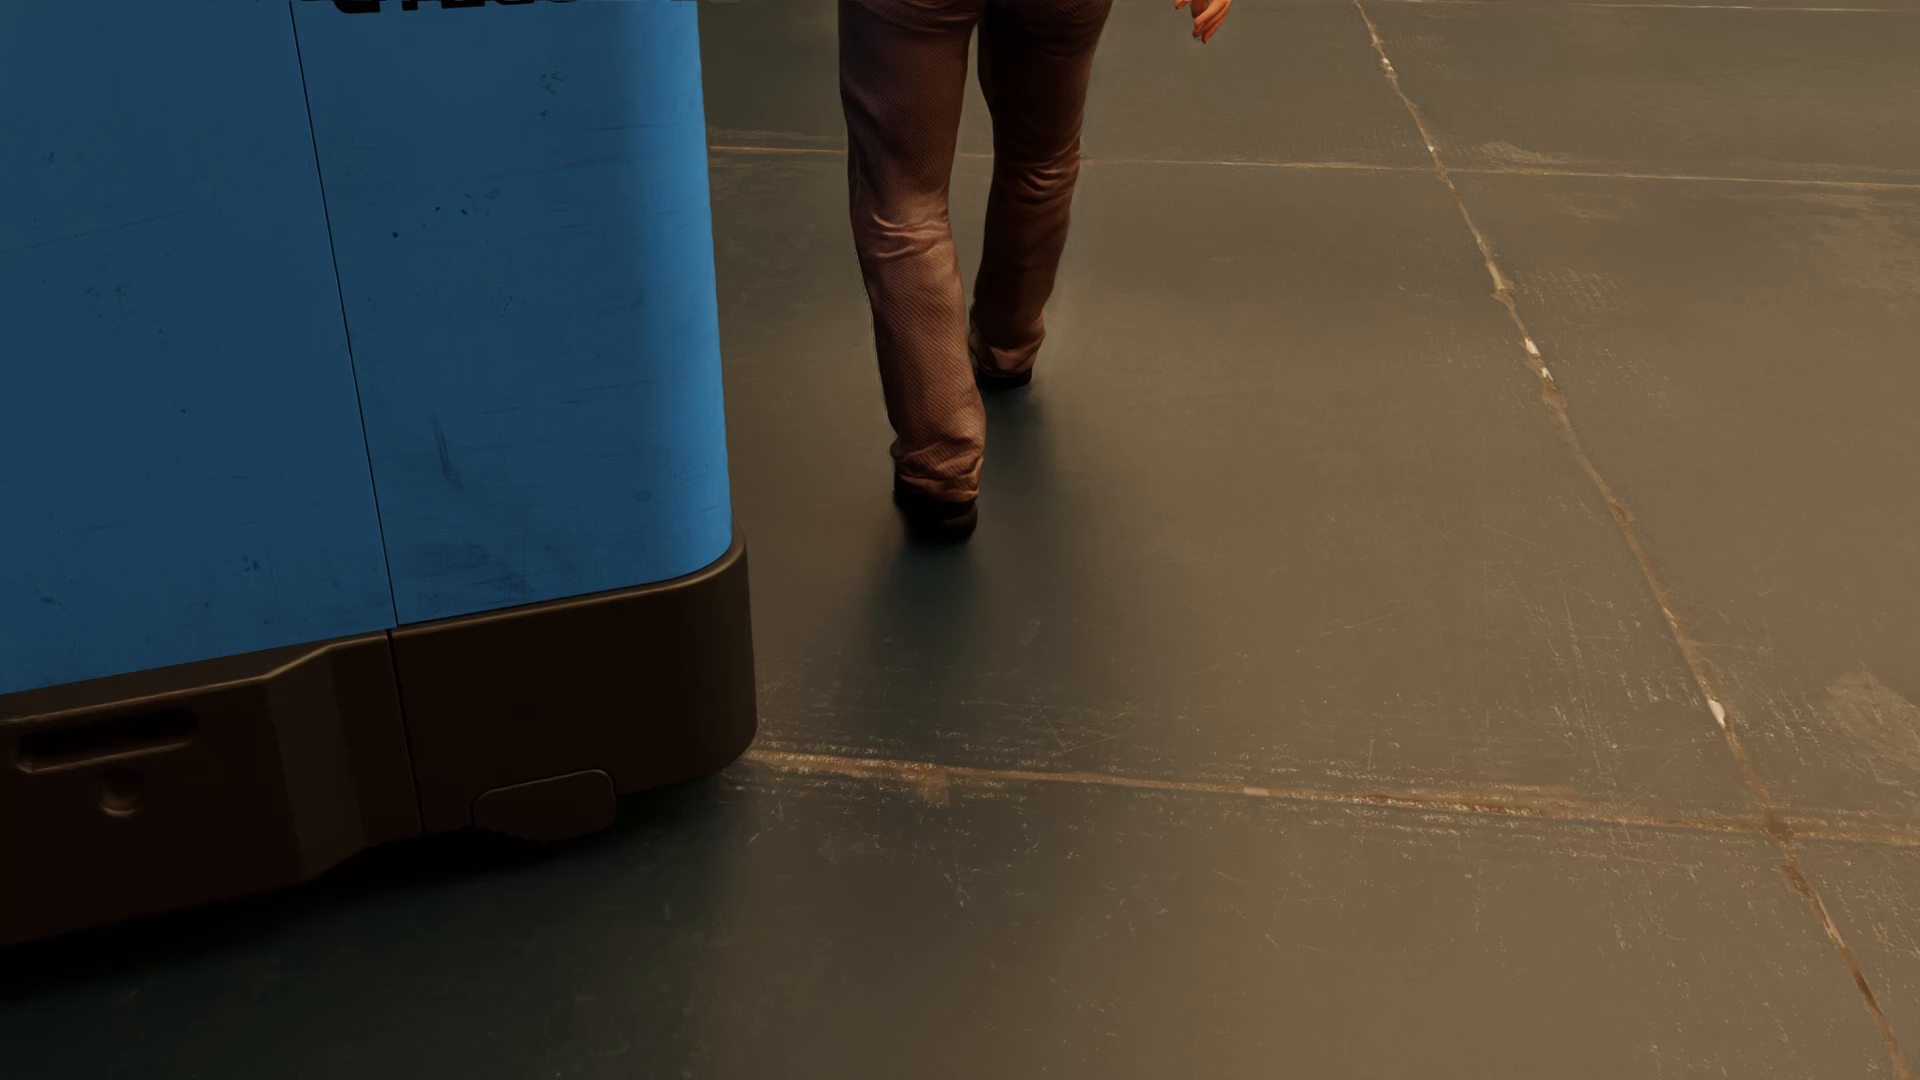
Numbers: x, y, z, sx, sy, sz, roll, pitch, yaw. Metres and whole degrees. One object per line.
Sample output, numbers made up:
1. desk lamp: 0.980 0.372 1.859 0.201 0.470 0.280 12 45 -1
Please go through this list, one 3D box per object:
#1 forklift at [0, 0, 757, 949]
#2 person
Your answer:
1. forklift: -1.803 -0.975 1.171 3.031 2.935 1.130 -10 28 -19
2. person: 0.049 -0.930 2.521 0.667 1.674 0.892 -6 27 -12
